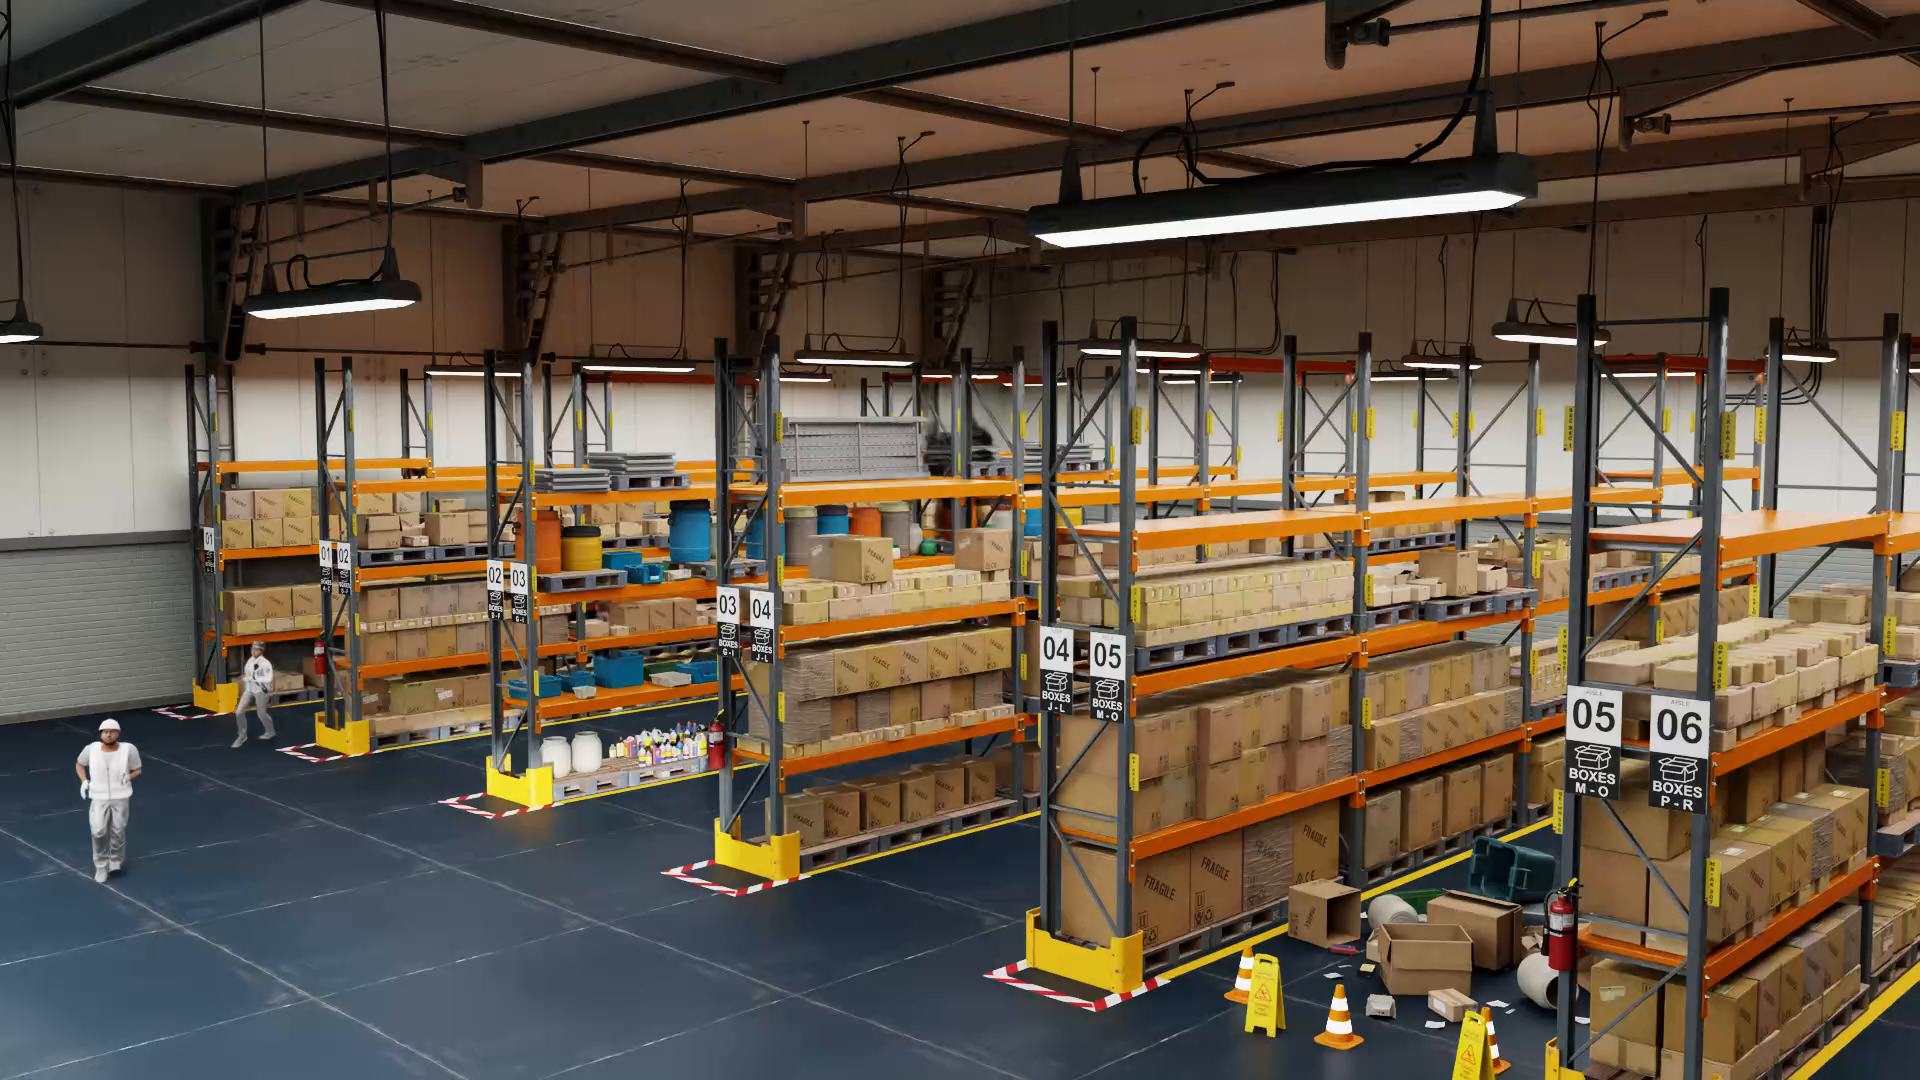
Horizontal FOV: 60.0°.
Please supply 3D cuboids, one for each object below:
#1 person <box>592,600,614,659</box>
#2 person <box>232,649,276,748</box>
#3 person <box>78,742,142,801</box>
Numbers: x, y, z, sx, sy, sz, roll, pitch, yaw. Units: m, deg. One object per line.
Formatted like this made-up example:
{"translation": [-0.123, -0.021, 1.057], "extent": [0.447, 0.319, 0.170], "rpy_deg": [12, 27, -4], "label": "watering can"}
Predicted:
{"translation": [-6.778, 2.187, 31.735], "extent": [0.484, 1.113, 0.815], "rpy_deg": [4, 6, 44], "label": "person"}
{"translation": [-10.852, 2.400, 25.820], "extent": [0.645, 1.651, 0.691], "rpy_deg": [2, 5, 24], "label": "person"}
{"translation": [-9.407, 2.548, 18.407], "extent": [0.634, 0.630, 0.442], "rpy_deg": [-2, 5, -27], "label": "person"}
